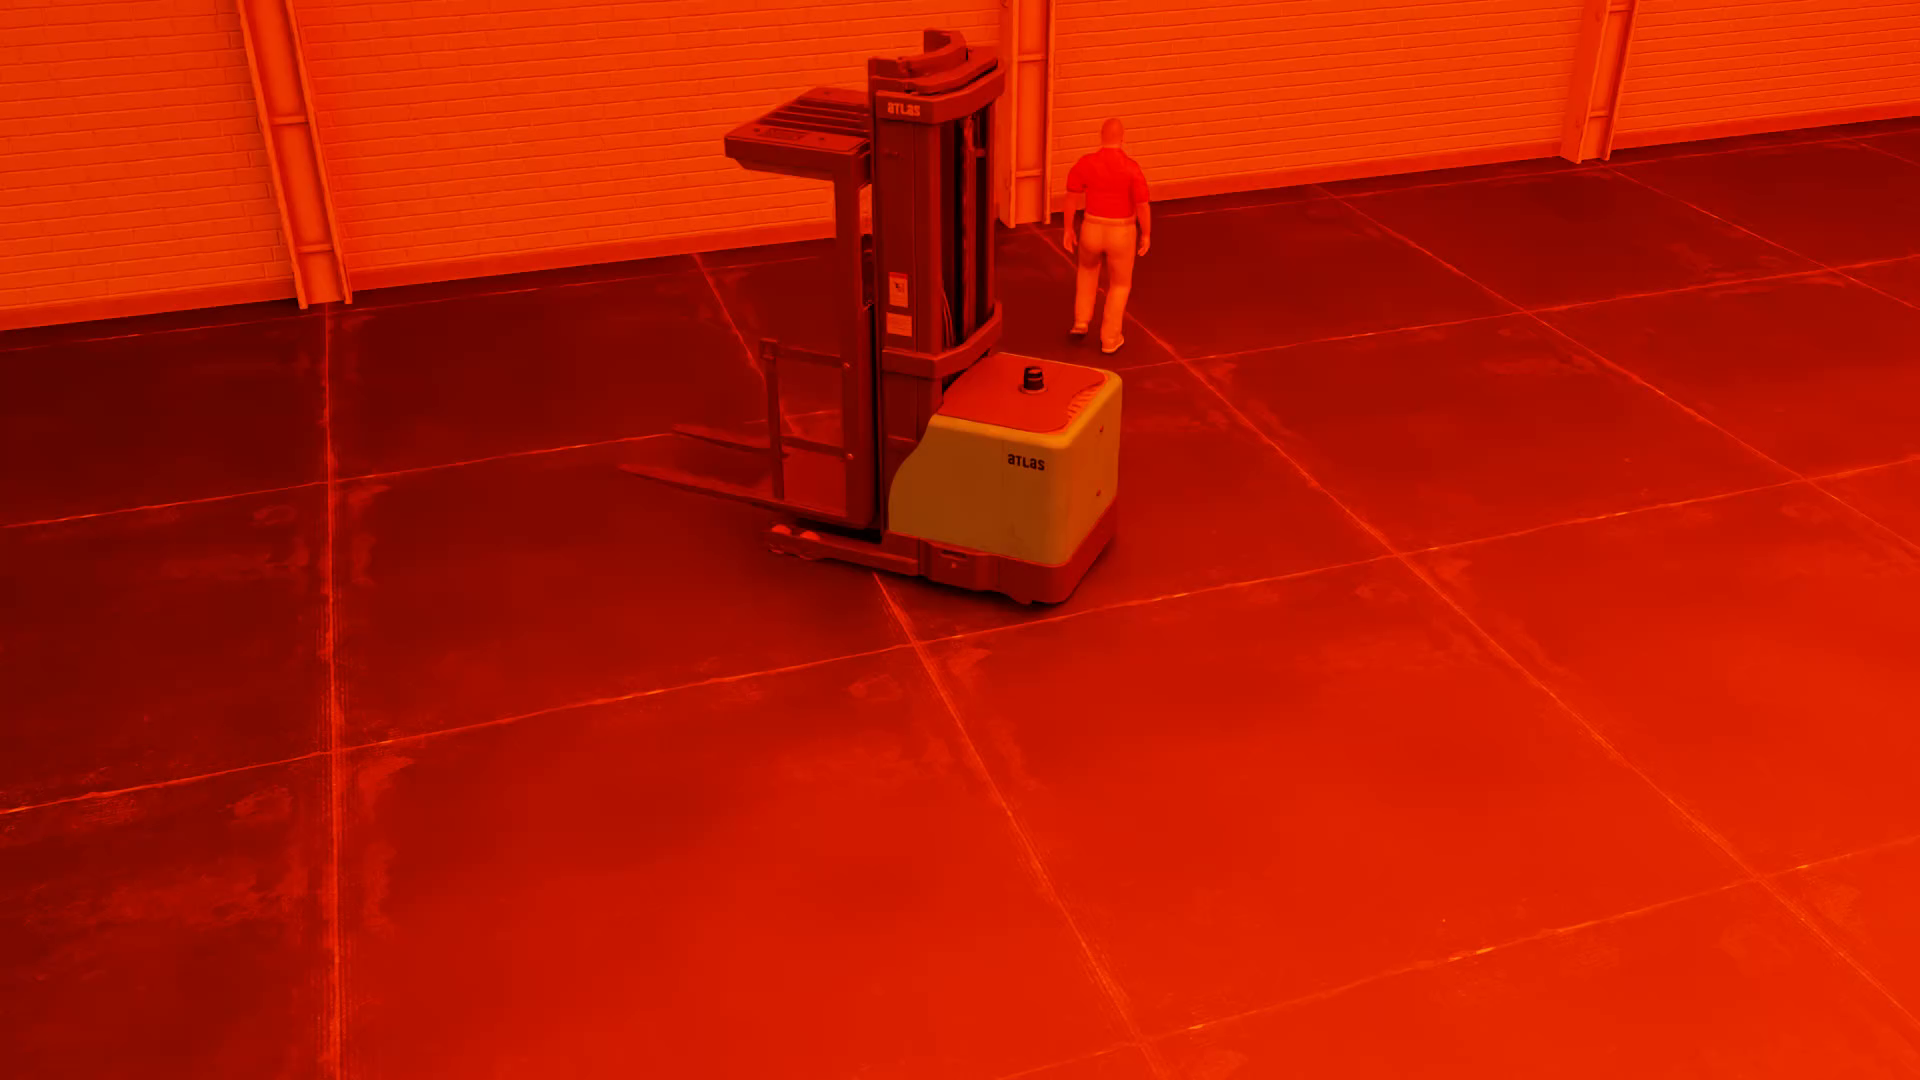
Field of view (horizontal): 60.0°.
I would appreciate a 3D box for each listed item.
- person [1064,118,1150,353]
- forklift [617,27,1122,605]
[{"bbox_3d":[1.097,-2.226,12.265,0.636,1.787,0.504,11,32,18],"label":"person"},{"bbox_3d":[-0.619,-1.378,9.483,3.031,2.935,1.130,12,32,20],"label":"forklift"}]
